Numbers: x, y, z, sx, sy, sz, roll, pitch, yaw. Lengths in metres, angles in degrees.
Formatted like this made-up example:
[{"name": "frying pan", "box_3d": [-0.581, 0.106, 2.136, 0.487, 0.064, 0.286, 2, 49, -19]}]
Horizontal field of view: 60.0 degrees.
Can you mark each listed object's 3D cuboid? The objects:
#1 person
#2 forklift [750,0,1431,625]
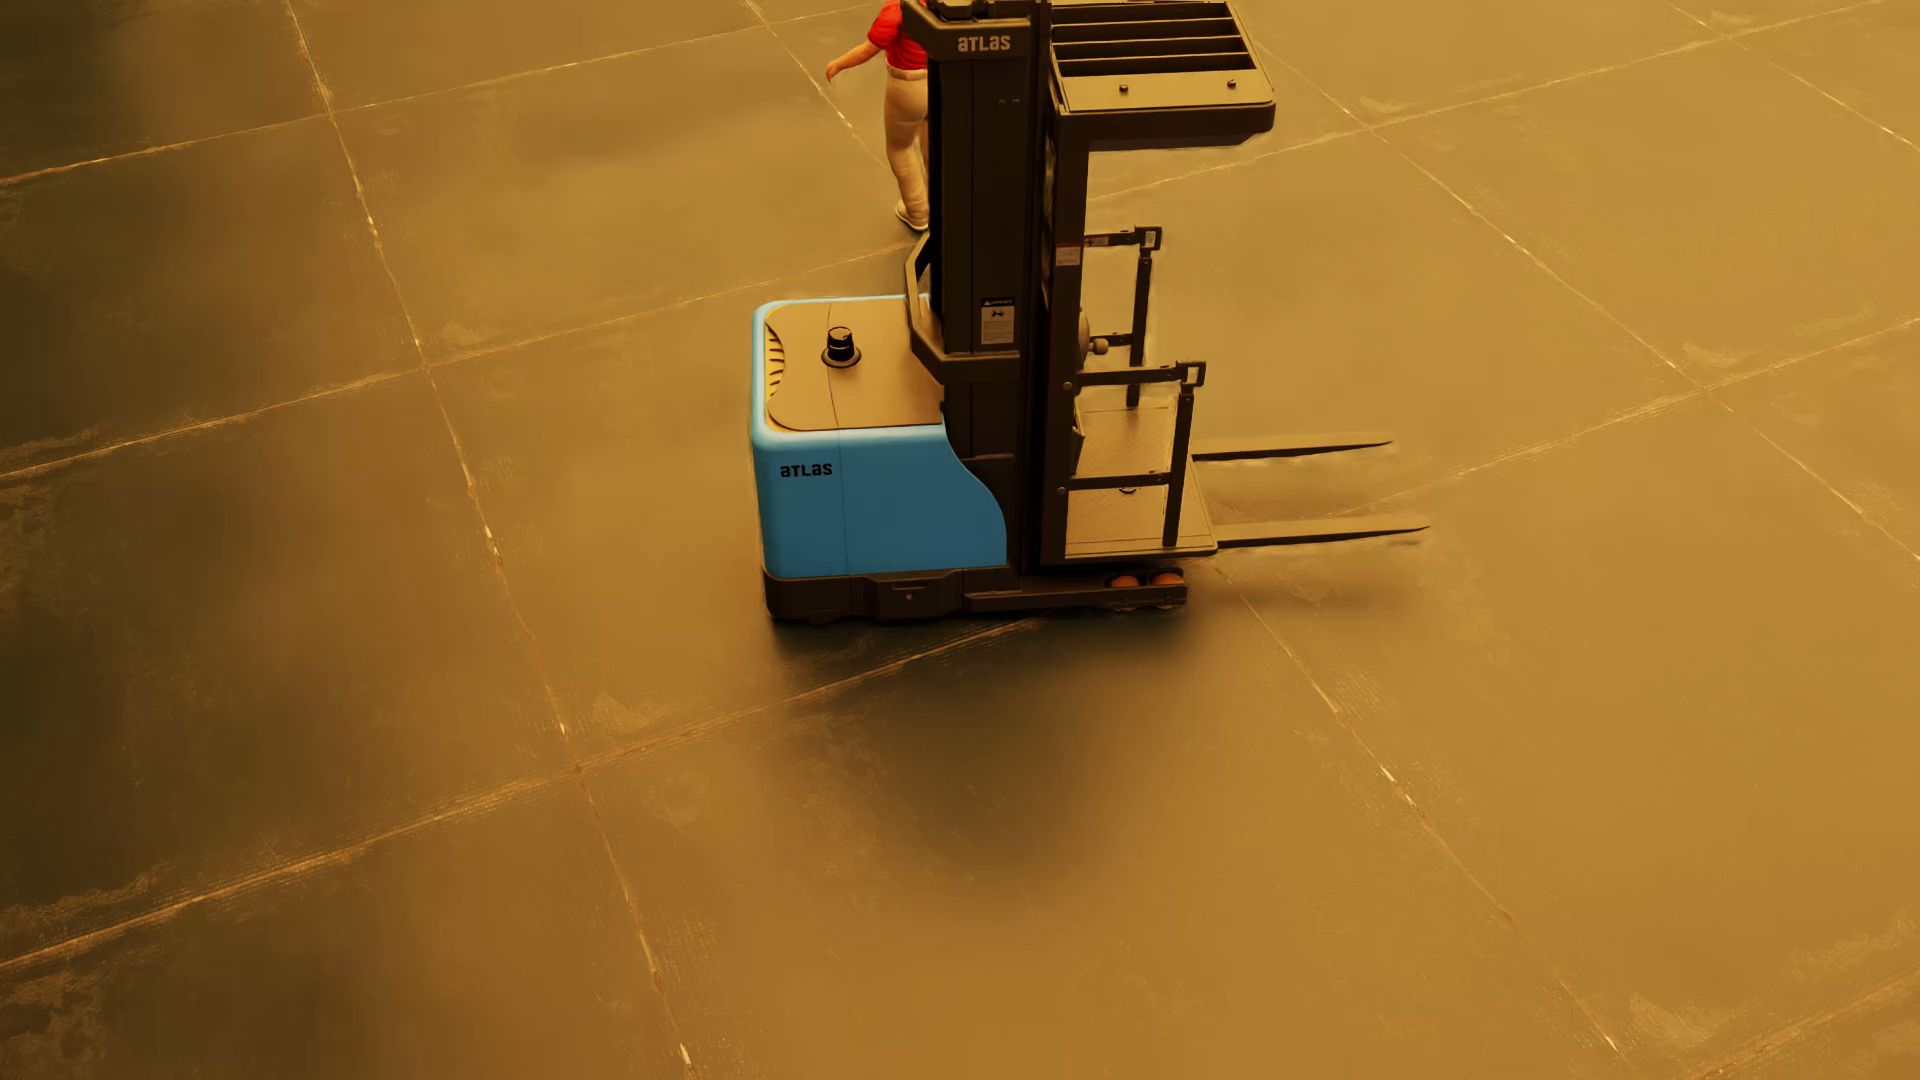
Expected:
[{"name": "person", "box_3d": [-0.263, -2.548, 9.354, 0.923, 1.761, 0.464, -21, 47, -21]}, {"name": "forklift", "box_3d": [0.608, -1.109, 6.868, 3.031, 2.935, 1.130, -3, 43, -4]}]
